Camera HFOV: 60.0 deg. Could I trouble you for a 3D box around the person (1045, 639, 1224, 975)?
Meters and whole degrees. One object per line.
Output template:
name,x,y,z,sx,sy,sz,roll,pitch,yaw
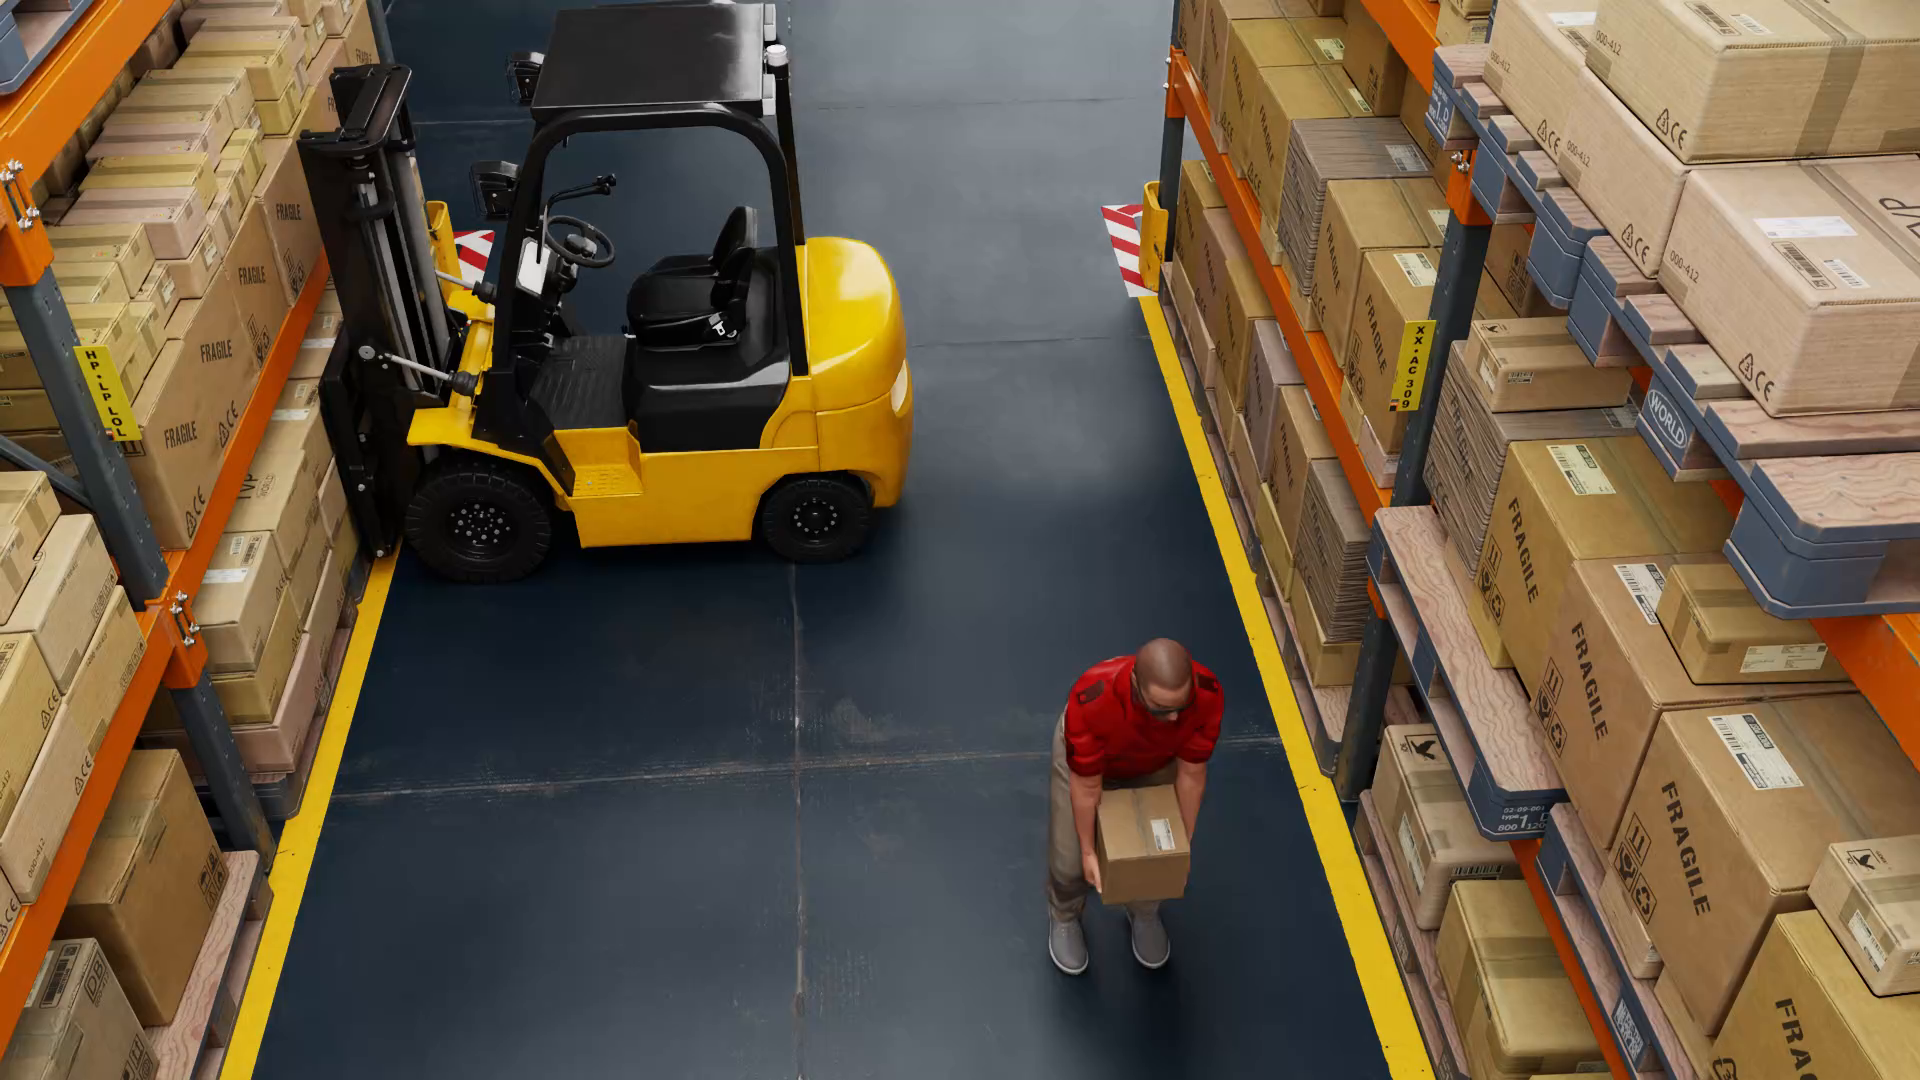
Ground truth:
person,0.532,0.802,5.256,0.483,1.631,0.623,-5,39,-6
